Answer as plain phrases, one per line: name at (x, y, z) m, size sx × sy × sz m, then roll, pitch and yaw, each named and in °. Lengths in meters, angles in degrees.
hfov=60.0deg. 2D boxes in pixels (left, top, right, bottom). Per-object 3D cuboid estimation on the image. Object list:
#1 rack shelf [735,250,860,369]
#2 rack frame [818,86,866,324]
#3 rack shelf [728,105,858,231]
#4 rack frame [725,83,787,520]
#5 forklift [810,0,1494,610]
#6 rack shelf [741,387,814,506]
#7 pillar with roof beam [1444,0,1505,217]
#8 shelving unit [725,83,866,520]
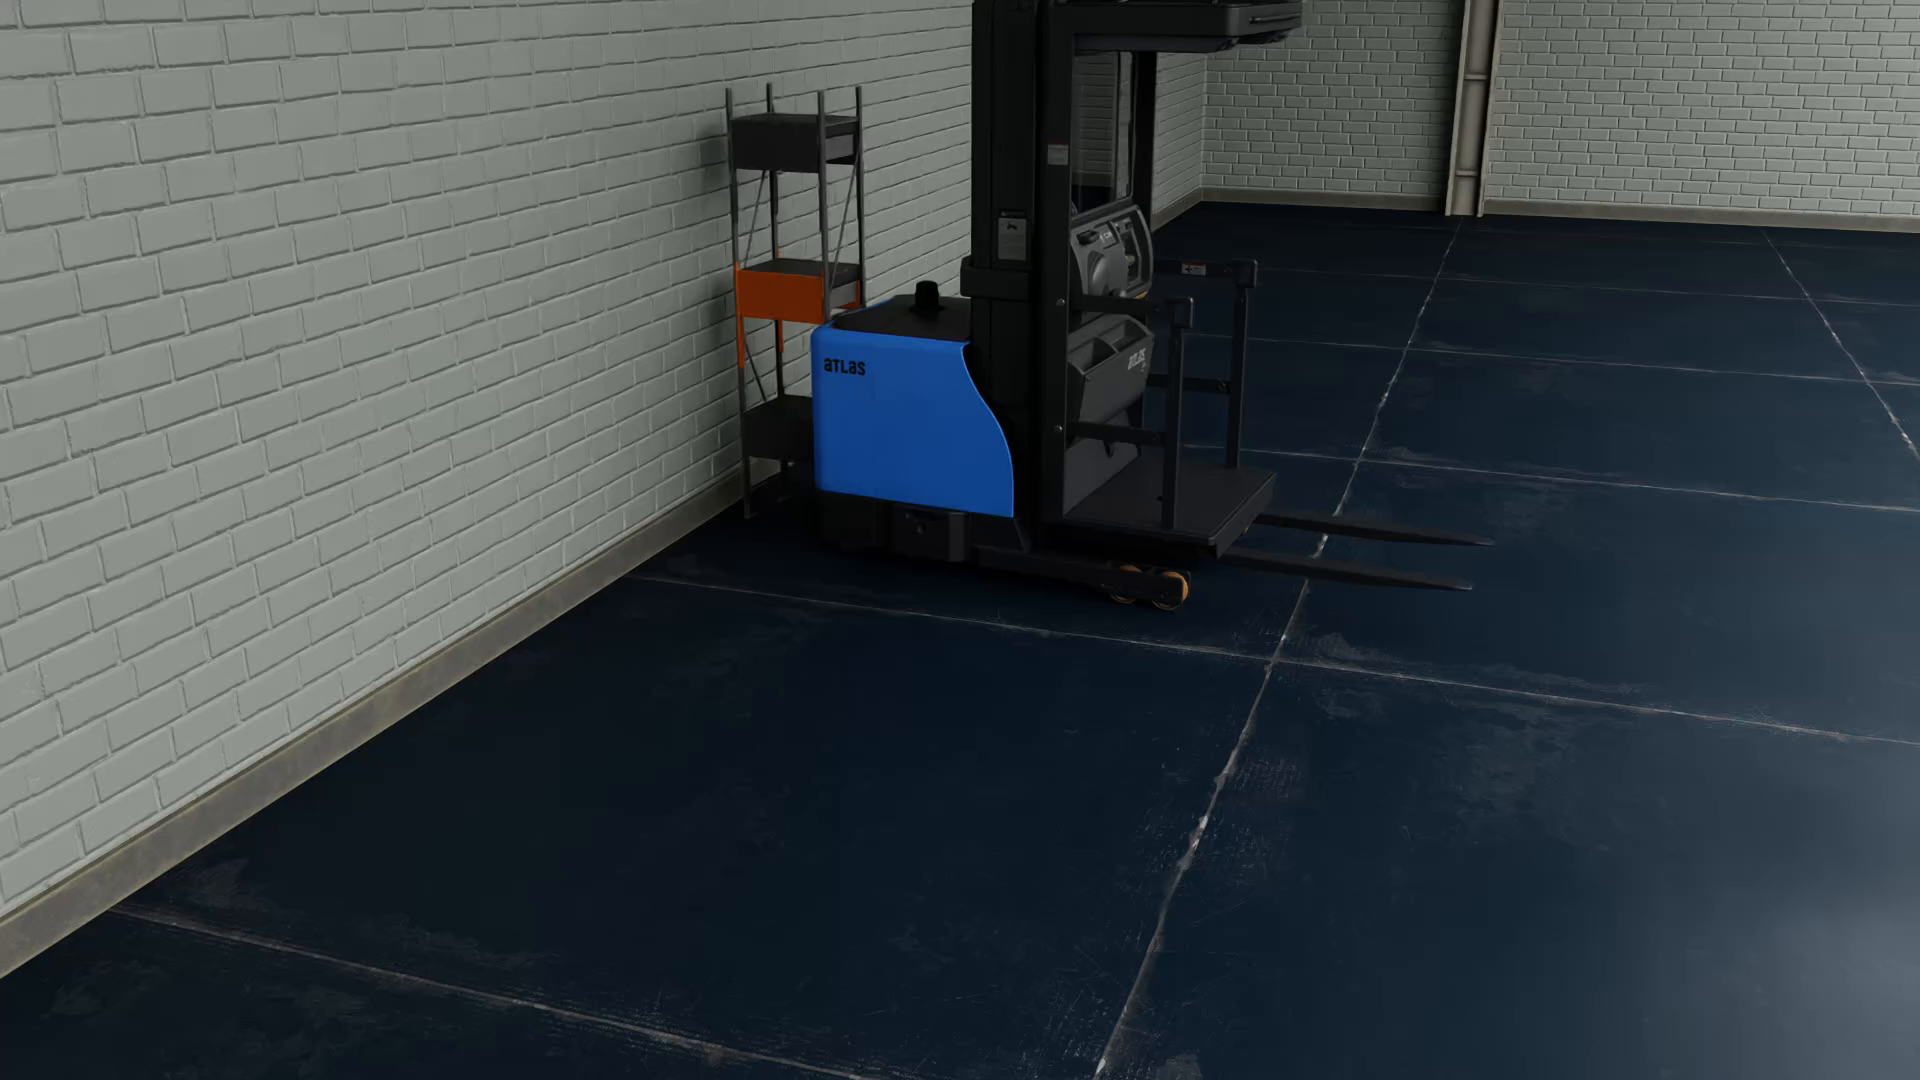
rack shelf at (-0.773, -1.108, 8.106) m, size 0.480 × 0.518 × 0.431 m, roll 9°, pitch 21°, yaw 23°
rack frame at (-0.552, -1.087, 8.006) m, size 0.015 × 2.100 × 0.400 m, roll 9°, pitch 21°, yaw 23°
rack shelf at (-0.773, -1.769, 7.876) m, size 0.480 × 0.518 × 0.431 m, roll 9°, pitch 21°, yaw 23°
rack frame at (-0.995, -1.154, 8.198) m, size 0.015 × 2.100 × 0.400 m, roll 9°, pitch 21°, yaw 23°
forklift at (0.858, -1.279, 7.293) m, size 3.031 × 2.935 × 1.130 m, roll 9°, pitch 21°, yaw 23°
rack shelf at (-0.773, -0.447, 8.337) m, size 0.480 × 0.518 × 0.431 m, roll 9°, pitch 21°, yaw 23°
pillar with roof beam at (4.177, -6.526, 13.128) m, size 0.400 × 9.000 × 9.100 m, roll 7°, pitch 20°, yaw 18°
shelving unit at (-0.773, -1.121, 8.102) m, size 0.503 × 2.100 × 0.431 m, roll 9°, pitch 21°, yaw 23°
